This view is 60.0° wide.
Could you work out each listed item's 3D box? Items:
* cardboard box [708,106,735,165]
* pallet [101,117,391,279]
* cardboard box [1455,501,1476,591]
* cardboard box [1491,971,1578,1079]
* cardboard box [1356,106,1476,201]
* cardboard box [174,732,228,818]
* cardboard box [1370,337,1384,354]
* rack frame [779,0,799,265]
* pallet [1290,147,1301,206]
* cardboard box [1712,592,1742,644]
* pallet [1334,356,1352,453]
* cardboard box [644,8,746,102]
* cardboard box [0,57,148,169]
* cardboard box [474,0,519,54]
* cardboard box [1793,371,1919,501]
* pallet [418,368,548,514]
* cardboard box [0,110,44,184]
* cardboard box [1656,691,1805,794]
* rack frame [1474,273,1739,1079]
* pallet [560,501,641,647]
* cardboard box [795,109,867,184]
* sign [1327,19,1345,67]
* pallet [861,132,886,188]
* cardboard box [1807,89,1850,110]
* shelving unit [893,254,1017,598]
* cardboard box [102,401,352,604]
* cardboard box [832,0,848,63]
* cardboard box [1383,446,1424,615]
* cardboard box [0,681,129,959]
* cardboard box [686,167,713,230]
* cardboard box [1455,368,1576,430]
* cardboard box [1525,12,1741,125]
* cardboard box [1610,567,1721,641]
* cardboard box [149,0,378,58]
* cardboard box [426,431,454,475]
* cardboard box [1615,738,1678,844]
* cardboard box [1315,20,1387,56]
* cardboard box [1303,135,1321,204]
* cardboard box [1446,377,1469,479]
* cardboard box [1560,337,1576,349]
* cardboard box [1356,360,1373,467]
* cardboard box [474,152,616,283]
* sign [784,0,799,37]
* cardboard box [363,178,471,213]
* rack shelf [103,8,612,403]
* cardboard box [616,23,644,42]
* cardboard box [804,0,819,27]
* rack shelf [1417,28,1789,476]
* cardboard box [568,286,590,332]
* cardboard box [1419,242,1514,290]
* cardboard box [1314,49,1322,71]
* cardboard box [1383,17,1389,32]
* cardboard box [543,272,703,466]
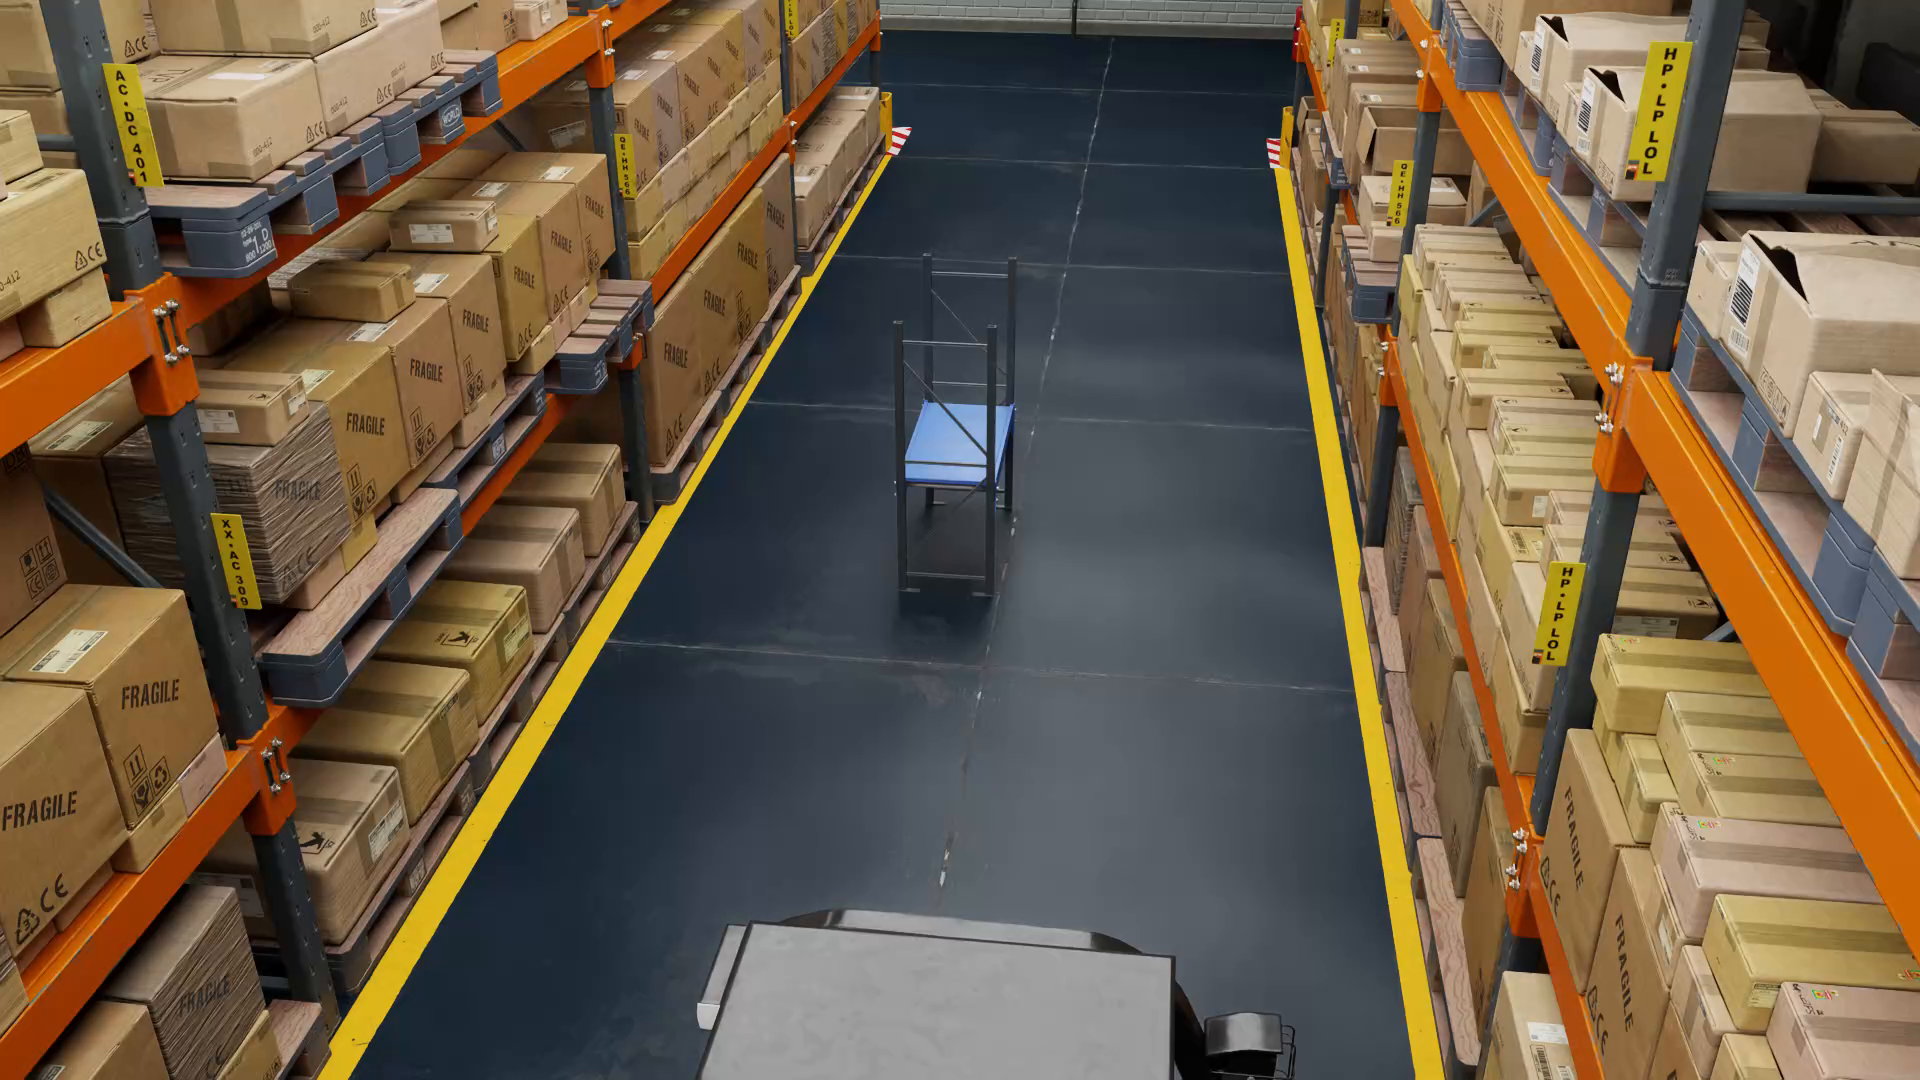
[{"bbox_3d":[-1.729,-2.556,10.463,0.500,0.250,0.500,4,29,7],"label":"cardboard box"},{"bbox_3d":[-2.558,-1.102,5.169,1.213,0.211,1.003,3,28,6],"label":"pallet"},{"bbox_3d":[2.137,0.052,6.150,0.500,0.250,0.500,4,29,7],"label":"cardboard box"},{"bbox_3d":[1.816,1.502,4.702,0.500,0.250,0.500,3,28,5],"label":"cardboard box"},{"bbox_3d":[2.694,-2.185,9.592,0.797,0.503,0.637,3,28,5],"label":"cardboard box"},{"bbox_3d":[-2.476,0.700,5.053,0.380,0.149,0.250,3,28,6],"label":"cardboard box"},{"bbox_3d":[2.565,-1.045,9.536,0.380,0.149,0.250,2,28,5],"label":"cardboard box"},{"bbox_3d":[-1.759,-3.346,12.297,1.000,3.000,0.127,3,28,6],"label":"rack frame"},{"bbox_3d":[3.551,-3.303,15.159,1.003,0.211,1.213,3,28,6],"label":"pallet"},{"bbox_3d":[2.443,0.224,4.882,0.380,0.149,0.250,3,28,5],"label":"cardboard box"},{"bbox_3d":[2.958,-0.870,10.643,1.003,0.211,1.213,3,28,6],"label":"pallet"},{"bbox_3d":[-1.703,-3.123,10.725,0.500,0.500,0.500,4,29,8],"label":"cardboard box"},{"bbox_3d":[-2.812,-1.303,5.058,0.500,0.250,0.500,3,28,5],"label":"cardboard box"},{"bbox_3d":[-2.376,-2.382,7.240,0.700,0.500,0.500,3,28,6],"label":"cardboard box"},{"bbox_3d":[1.737,-0.177,2.969,0.380,0.149,0.250,4,29,8],"label":"cardboard box"},{"bbox_3d":[-2.451,-0.444,7.114,1.003,0.211,1.213,3,28,6],"label":"pallet"},{"bbox_3d":[-2.562,-0.979,4.166,0.380,0.149,0.250,4,29,7],"label":"cardboard box"},{"bbox_3d":[1.929,0.509,4.041,0.380,0.149,0.250,4,29,7],"label":"cardboard box"},{"bbox_3d":[2.187,0.707,4.775,1.000,3.000,0.127,3,28,6],"label":"rack frame"},{"bbox_3d":[-2.347,0.133,8.781,1.003,0.211,1.213,3,28,6],"label":"pallet"},{"bbox_3d":[-1.355,-3.538,14.912,0.875,0.438,0.875,4,29,8],"label":"cardboard box"},{"bbox_3d":[2.628,-3.468,11.612,0.100,0.325,0.005,3,28,6],"label":"sign"},{"bbox_3d":[-1.290,-3.620,15.747,1.003,0.211,1.213,3,28,6],"label":"pallet"},{"bbox_3d":[2.398,-1.245,4.953,0.380,0.149,0.250,3,28,6],"label":"cardboard box"},{"bbox_3d":[-0.010,-0.620,8.820,0.538,1.500,1.048,3,28,6],"label":"shelving unit"},{"bbox_3d":[-2.398,-0.144,5.492,0.500,0.500,0.500,4,29,7],"label":"cardboard box"},{"bbox_3d":[-1.246,-4.308,13.979,0.500,0.500,0.500,4,29,8],"label":"cardboard box"},{"bbox_3d":[2.587,-0.023,8.190,0.875,0.625,0.625,4,29,8],"label":"cardboard box"},{"bbox_3d":[-2.604,0.711,4.348,0.500,0.500,0.500,4,29,8],"label":"cardboard box"},{"bbox_3d":[-1.824,-2.102,10.147,0.500,0.250,0.500,4,29,8],"label":"cardboard box"},{"bbox_3d":[2.091,-0.529,6.280,0.380,0.149,0.250,3,28,5],"label":"cardboard box"},{"bbox_3d":[2.128,-1.520,5.291,0.500,0.311,0.500,2,28,4],"label":"cardboard box"},{"bbox_3d":[2.009,0.204,4.920,0.380,0.149,0.250,4,29,8],"label":"cardboard box"},{"bbox_3d":[-2.219,-1.726,5.317,0.500,0.250,0.500,3,28,5],"label":"cardboard box"},{"bbox_3d":[-2.255,-0.386,6.626,0.380,0.149,0.250,4,29,7],"label":"cardboard box"},{"bbox_3d":[1.857,0.634,4.121,0.380,0.149,0.250,4,29,7],"label":"cardboard box"},{"bbox_3d":[3.173,-4.091,13.525,0.500,0.250,0.500,3,28,5],"label":"cardboard box"},{"bbox_3d":[3.181,-3.101,14.035,0.500,0.500,0.500,4,29,7],"label":"cardboard box"},{"bbox_3d":[2.198,-0.413,6.484,0.500,0.250,0.500,4,29,7],"label":"cardboard box"},{"bbox_3d":[2.773,-0.626,6.881,0.500,0.250,0.500,3,28,6],"label":"cardboard box"},{"bbox_3d":[2.587,-0.707,9.592,0.500,0.500,0.500,3,28,5],"label":"cardboard box"},{"bbox_3d":[-2.029,-1.592,8.181,0.500,0.500,0.500,3,28,5],"label":"cardboard box"},{"bbox_3d":[-1.220,-3.794,11.992,0.100,0.325,0.005,3,28,6],"label":"sign"},{"bbox_3d":[-2.591,-1.379,7.784,0.500,0.500,0.500,5,29,9],"label":"cardboard box"},{"bbox_3d":[-2.495,-1.525,6.514,1.077,0.370,4.000,3,28,6],"label":"rack shelf"},{"bbox_3d":[-2.254,-2.919,10.345,0.500,0.500,0.500,3,28,5],"label":"cardboard box"},{"bbox_3d":[-1.393,-4.277,12.867,0.500,0.500,0.500,3,28,6],"label":"cardboard box"},{"bbox_3d":[2.432,-1.238,5.982,1.077,0.370,4.000,3,28,6],"label":"rack shelf"},{"bbox_3d":[-2.004,-1.117,7.984,0.380,0.149,0.250,3,28,6],"label":"cardboard box"},{"bbox_3d":[2.314,-1.247,7.613,0.380,0.149,0.250,4,29,7],"label":"cardboard box"},{"bbox_3d":[3.126,-3.964,13.710,0.380,0.149,0.250,4,29,7],"label":"cardboard box"},{"bbox_3d":[3.670,-4.053,13.455,0.500,0.250,0.500,3,28,6],"label":"cardboard box"},{"bbox_3d":[-2.082,-1.033,9.801,0.875,0.875,0.875,3,28,6],"label":"cardboard box"}]
